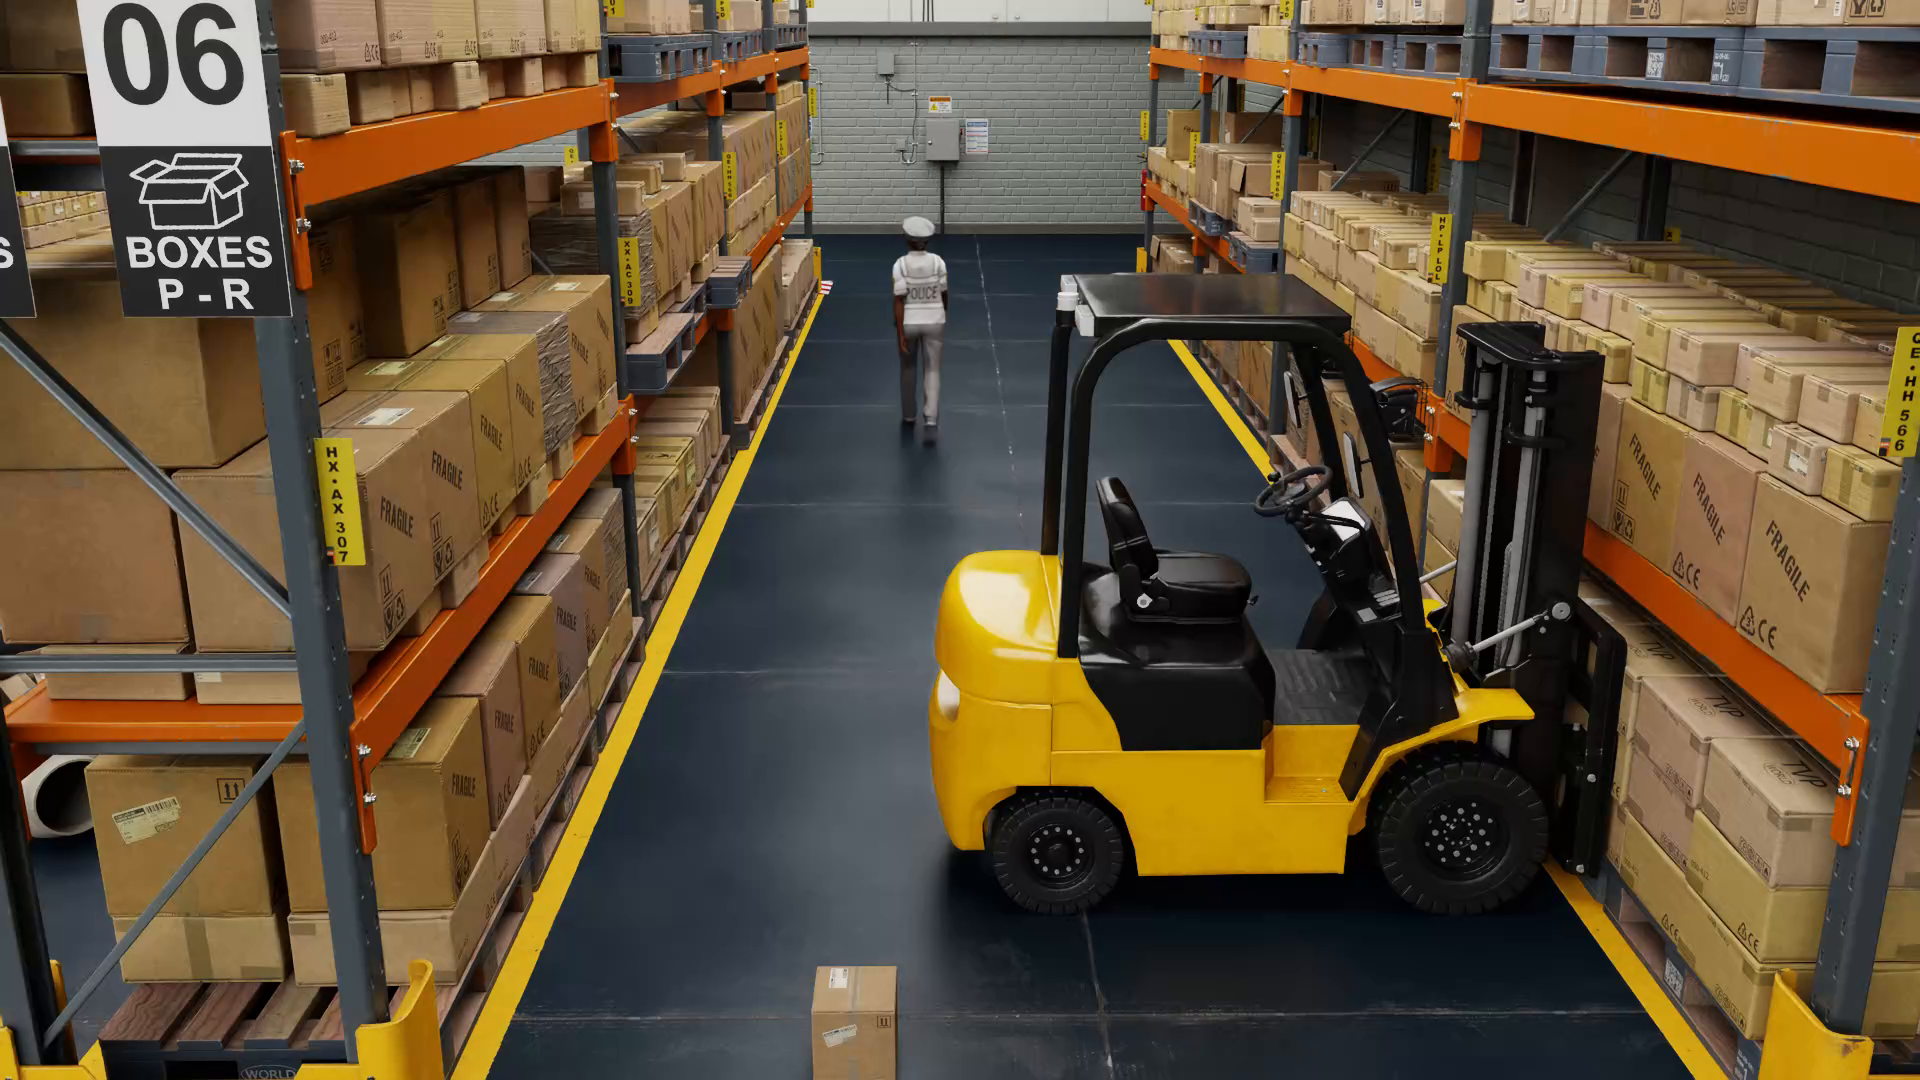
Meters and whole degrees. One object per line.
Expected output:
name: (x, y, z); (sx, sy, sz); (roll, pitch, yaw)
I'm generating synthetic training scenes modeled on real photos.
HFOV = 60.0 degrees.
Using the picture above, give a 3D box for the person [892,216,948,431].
person: (-0.307, -1.672, 12.868); (0.435, 1.644, 0.978); (-1, 17, -3)
